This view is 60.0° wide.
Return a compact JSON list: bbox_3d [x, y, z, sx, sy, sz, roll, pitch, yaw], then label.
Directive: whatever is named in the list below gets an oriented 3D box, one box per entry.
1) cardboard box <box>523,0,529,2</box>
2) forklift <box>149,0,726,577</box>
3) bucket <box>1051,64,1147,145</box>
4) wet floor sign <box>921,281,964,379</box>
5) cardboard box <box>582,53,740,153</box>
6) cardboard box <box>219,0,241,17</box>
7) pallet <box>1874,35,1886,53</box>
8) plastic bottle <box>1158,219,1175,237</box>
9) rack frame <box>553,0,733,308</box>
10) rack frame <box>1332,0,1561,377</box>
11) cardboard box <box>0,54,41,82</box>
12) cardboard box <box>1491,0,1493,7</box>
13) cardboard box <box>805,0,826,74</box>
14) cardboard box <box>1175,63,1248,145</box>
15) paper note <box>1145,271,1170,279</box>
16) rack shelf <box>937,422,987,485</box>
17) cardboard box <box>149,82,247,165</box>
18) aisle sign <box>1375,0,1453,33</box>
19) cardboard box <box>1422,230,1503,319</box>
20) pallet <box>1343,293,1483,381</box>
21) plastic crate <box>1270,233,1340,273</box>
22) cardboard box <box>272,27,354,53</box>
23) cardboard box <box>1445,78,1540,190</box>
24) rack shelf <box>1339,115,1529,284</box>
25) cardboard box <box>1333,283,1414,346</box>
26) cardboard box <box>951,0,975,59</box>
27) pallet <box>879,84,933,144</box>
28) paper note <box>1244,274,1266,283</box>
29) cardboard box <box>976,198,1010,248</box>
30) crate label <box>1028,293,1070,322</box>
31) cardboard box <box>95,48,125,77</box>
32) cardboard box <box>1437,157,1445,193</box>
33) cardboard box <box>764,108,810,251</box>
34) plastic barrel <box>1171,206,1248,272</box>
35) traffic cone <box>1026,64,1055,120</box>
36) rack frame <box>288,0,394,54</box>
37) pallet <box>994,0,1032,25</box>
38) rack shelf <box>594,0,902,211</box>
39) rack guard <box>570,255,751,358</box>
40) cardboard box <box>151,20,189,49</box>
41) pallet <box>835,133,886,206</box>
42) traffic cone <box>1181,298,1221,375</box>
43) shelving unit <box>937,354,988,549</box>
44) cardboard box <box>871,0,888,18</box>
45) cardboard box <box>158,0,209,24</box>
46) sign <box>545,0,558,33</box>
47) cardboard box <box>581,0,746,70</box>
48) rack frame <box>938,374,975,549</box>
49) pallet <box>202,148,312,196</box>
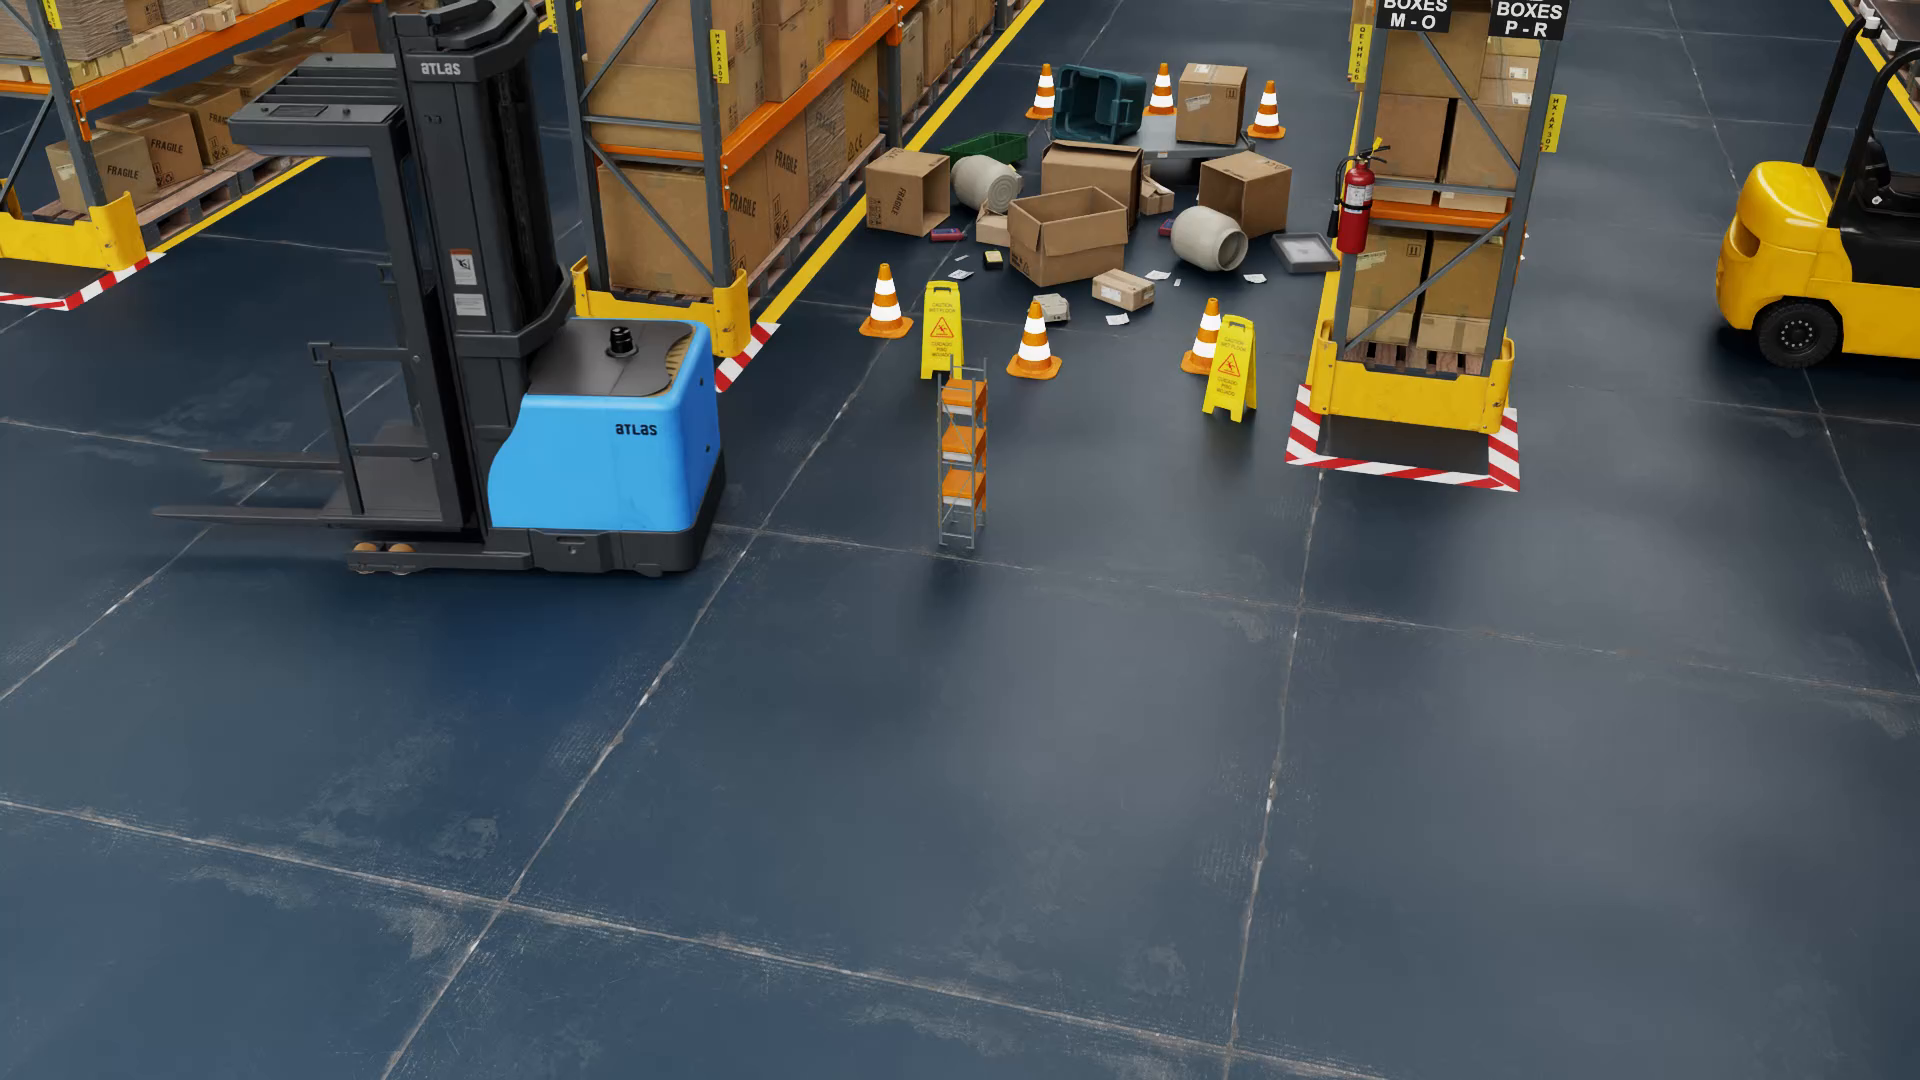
[{"bbox_3d":[-5.041,-6.035,17.867,0.700,0.500,0.500,5,33,8],"label":"cardboard box"},{"bbox_3d":[-2.892,-1.330,8.610,3.031,2.935,1.130,2,32,3],"label":"forklift"},{"bbox_3d":[1.190,-3.616,13.777,0.726,0.611,0.620,20,28,29],"label":"bucket"},{"bbox_3d":[-0.113,-1.387,10.830,0.267,0.644,0.232,3,33,4],"label":"wet floor sign"},{"bbox_3d":[-1.970,-2.927,10.918,0.875,0.550,0.550,8,33,12],"label":"cardboard box"},{"bbox_3d":[-6.080,-4.315,13.476,0.380,0.149,0.250,8,33,12],"label":"cardboard box"},{"bbox_3d":[10.163,-5.358,17.481,1.003,0.211,1.213,8,33,12],"label":"pallet"},{"bbox_3d":[1.667,-2.465,13.070,0.133,0.061,0.283,14,35,21],"label":"plastic bottle"},{"bbox_3d":[-2.021,-2.665,10.646,1.000,3.000,0.127,8,33,12],"label":"rack frame"},{"bbox_3d":[2.793,-2.043,9.668,1.000,3.000,0.127,8,33,12],"label":"rack frame"},{"bbox_3d":[-6.920,-3.463,12.135,0.380,0.149,0.250,8,33,12],"label":"cardboard box"},{"bbox_3d":[3.685,-3.485,11.565,0.500,0.500,0.500,9,34,14],"label":"cardboard box"},{"bbox_3d":[-1.494,-3.769,12.244,0.875,0.550,0.500,8,33,12],"label":"cardboard box"},{"bbox_3d":[2.079,-3.611,13.758,0.500,0.500,0.500,8,33,12],"label":"cardboard box"},{"bbox_3d":[1.468,-1.968,12.327,0.148,0.019,0.142,20,38,29],"label":"paper note"},{"bbox_3d":[0.014,-0.462,9.018,0.215,0.259,0.240,8,33,12],"label":"rack shelf"},{"bbox_3d":[-6.322,-3.474,13.857,0.500,0.500,0.500,11,34,17],"label":"cardboard box"},{"bbox_3d":[2.497,-3.148,8.982,0.394,0.787,0.004,8,33,12],"label":"aisle sign"},{"bbox_3d":[3.271,-1.770,10.711,0.500,0.500,0.500,7,33,11],"label":"cardboard box"},{"bbox_3d":[3.053,-1.323,11.134,1.003,0.211,1.213,8,33,12],"label":"pallet"},{"bbox_3d":[2.617,-2.184,12.611,0.402,0.080,0.583,-3,33,-4],"label":"plastic crate"},{"bbox_3d":[-5.918,-4.389,15.296,0.500,0.500,0.500,7,33,11],"label":"cardboard box"},{"bbox_3d":[3.182,-2.419,9.889,0.500,0.500,0.500,8,33,12],"label":"cardboard box"},{"bbox_3d":[3.301,-2.778,11.494,1.077,0.370,4.000,8,33,12],"label":"rack shelf"},{"bbox_3d":[2.744,-1.529,11.030,0.500,0.250,0.500,8,33,12],"label":"cardboard box"},{"bbox_3d":[-0.451,-5.286,16.475,1.050,0.750,0.750,9,33,13],"label":"cardboard box"},{"bbox_3d":[-0.883,-3.975,15.305,1.003,0.211,1.213,8,33,12],"label":"pallet"},{"bbox_3d":[2.180,-1.936,12.267,0.142,0.019,0.148,-3,33,-4],"label":"paper note"},{"bbox_3d":[0.340,-2.444,12.847,0.396,0.266,0.258,14,35,21],"label":"cardboard box"},{"bbox_3d":[0.634,-1.625,11.679,0.250,0.136,0.298,-8,33,-13],"label":"crate label"},{"bbox_3d":[-6.408,-3.529,12.240,0.380,0.149,0.250,8,33,12],"label":"cardboard box"},{"bbox_3d":[3.130,-2.219,10.178,0.380,0.149,0.250,9,33,13],"label":"cardboard box"},{"bbox_3d":[-1.691,-2.763,12.390,0.875,0.875,0.875,8,33,12],"label":"cardboard box"},{"bbox_3d":[1.853,-2.234,12.370,0.421,0.421,0.512,-21,38,-29],"label":"plastic barrel"},{"bbox_3d":[0.795,-4.160,15.363,0.336,0.463,0.334,8,33,12],"label":"traffic cone"},{"bbox_3d":[-5.777,-5.468,15.056,1.000,3.000,0.127,8,33,12],"label":"rack frame"},{"bbox_3d":[0.209,-6.045,18.562,1.003,0.211,1.213,8,33,12],"label":"pallet"},{"bbox_3d":[-1.513,-3.399,12.472,1.077,0.370,4.000,8,33,12],"label":"rack shelf"},{"bbox_3d":[-2.027,-1.598,11.297,1.175,0.500,0.348,8,33,12],"label":"rack guard"},{"bbox_3d":[-6.216,-3.918,12.852,0.380,0.149,0.250,8,33,12],"label":"cardboard box"},{"bbox_3d":[-1.274,-3.180,14.055,1.003,0.211,1.213,8,33,12],"label":"pallet"},{"bbox_3d":[1.654,-1.372,10.976,0.336,0.463,0.334,8,33,12],"label":"traffic cone"},{"bbox_3d":[0.014,-0.471,9.012,0.215,1.050,0.252,8,33,12],"label":"shelving unit"},{"bbox_3d":[-1.088,-4.611,13.567,0.875,0.550,0.550,8,33,12],"label":"cardboard box"},{"bbox_3d":[-6.447,-4.371,12.960,0.875,0.500,0.500,8,33,12],"label":"cardboard box"},{"bbox_3d":[-2.542,-3.335,10.399,0.100,0.325,0.005,8,33,12],"label":"sign"},{"bbox_3d":[-1.889,-3.371,10.611,0.875,0.550,0.550,8,33,12],"label":"cardboard box"},{"bbox_3d":[-0.017,-0.408,8.912,0.200,1.050,0.008,8,33,12],"label":"rack frame"},{"bbox_3d":[-6.221,-3.303,14.249,1.003,0.211,1.213,8,33,12],"label":"pallet"}]
